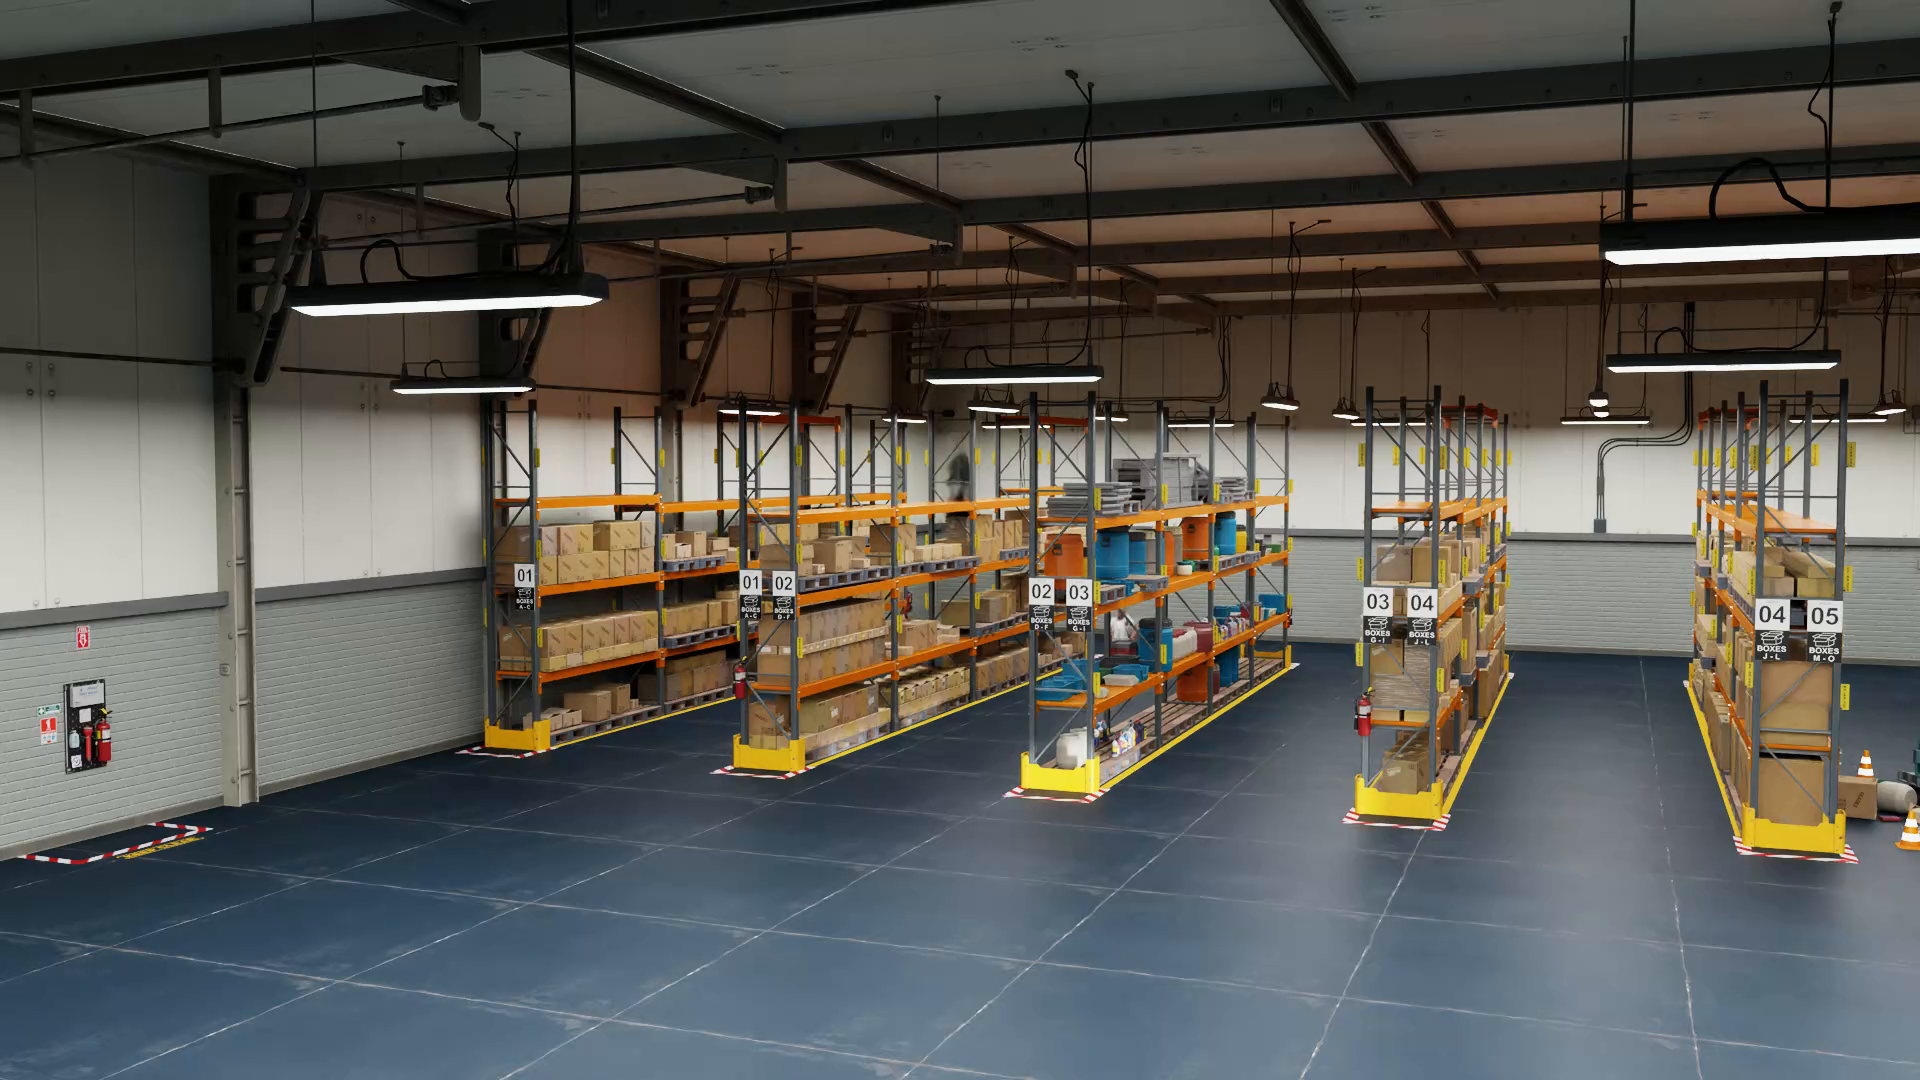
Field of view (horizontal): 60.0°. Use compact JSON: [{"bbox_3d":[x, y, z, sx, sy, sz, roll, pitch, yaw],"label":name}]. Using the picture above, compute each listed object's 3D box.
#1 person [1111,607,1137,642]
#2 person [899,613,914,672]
[{"bbox_3d":[3.575,2.306,36.947,0.674,1.740,0.782,1,3,16],"label":"person"},{"bbox_3d":[-1.225,2.408,36.300,0.582,1.630,0.566,1,3,27],"label":"person"}]
